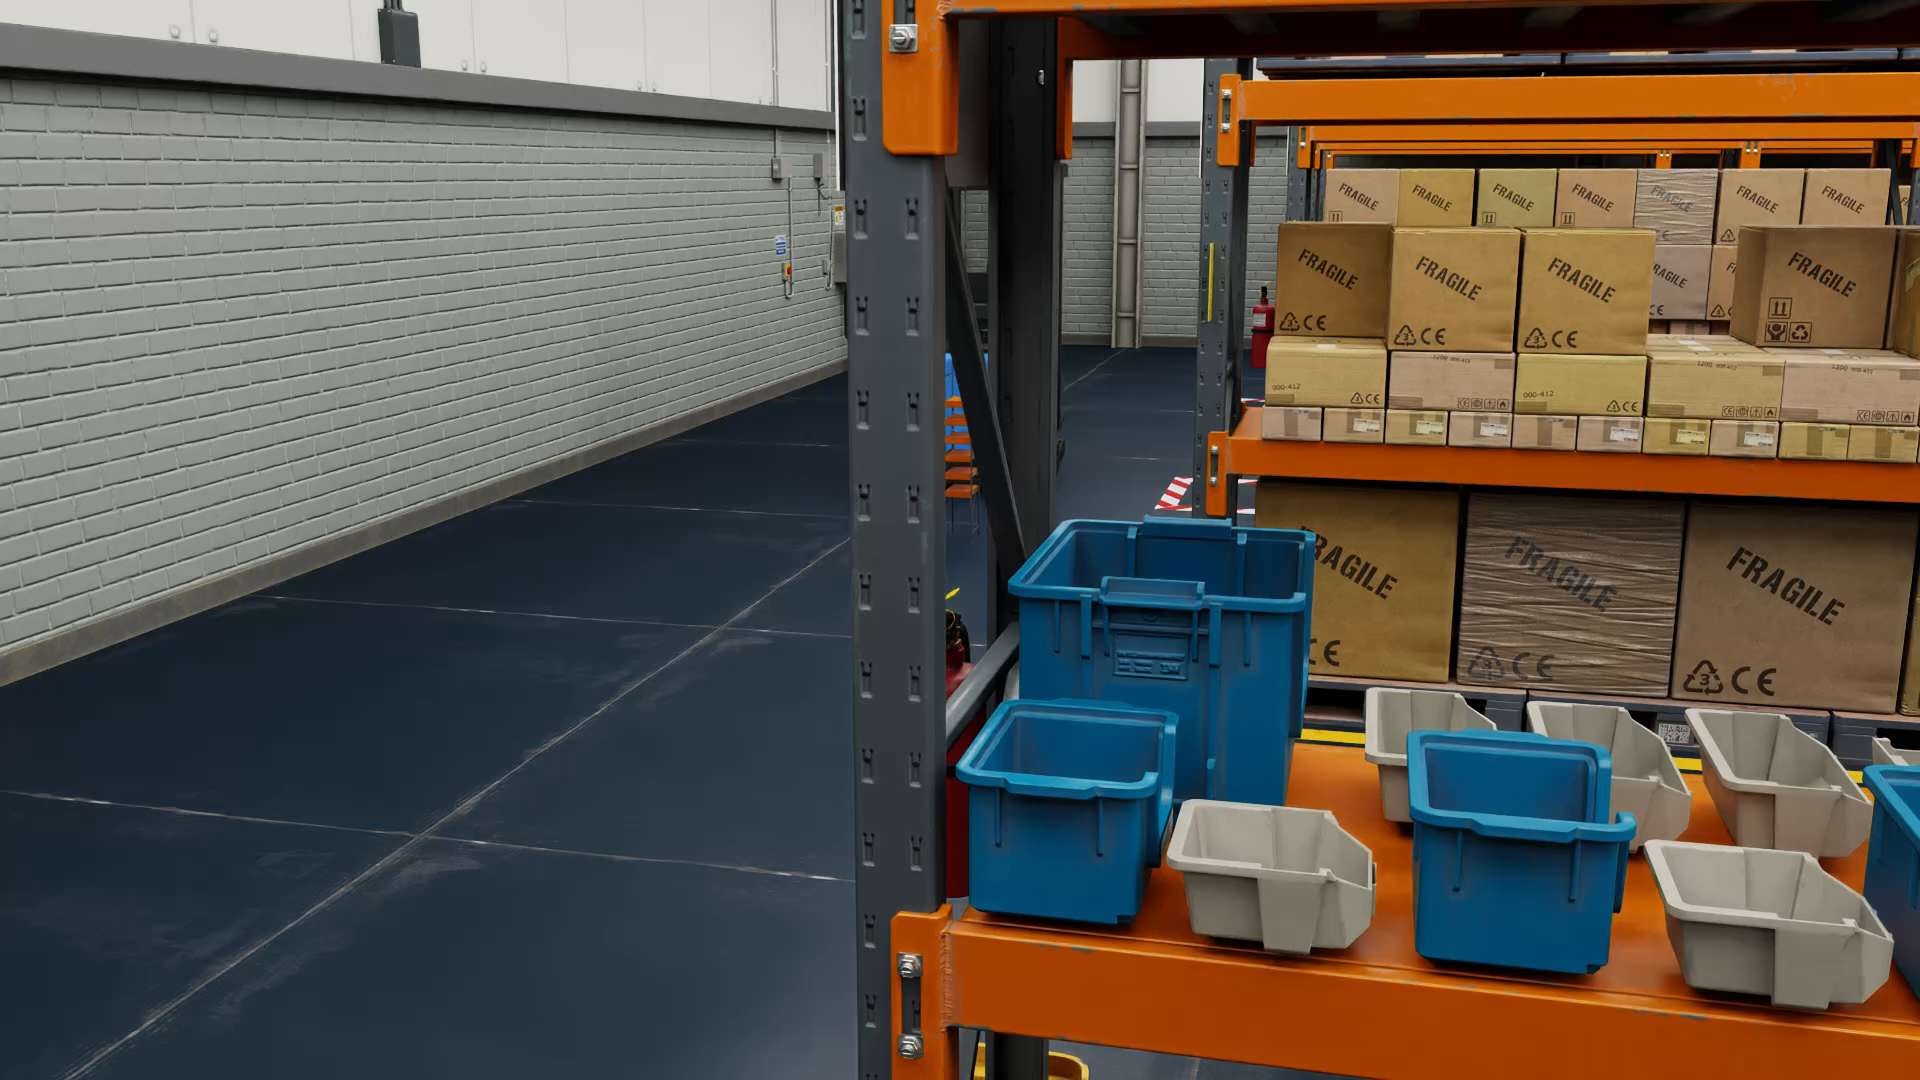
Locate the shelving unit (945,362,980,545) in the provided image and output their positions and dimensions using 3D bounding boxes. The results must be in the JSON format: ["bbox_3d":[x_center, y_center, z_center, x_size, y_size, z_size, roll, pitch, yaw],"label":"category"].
[{"bbox_3d":[0.014,-0.585,11.100,0.189,1.200,0.258,3,13,14],"label":"shelving unit"}]

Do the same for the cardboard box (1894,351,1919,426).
[{"bbox_3d":[4.092,-0.608,6.706,0.500,0.250,0.500,3,13,15],"label":"cardboard box"}]

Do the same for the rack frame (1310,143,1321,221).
[{"bbox_3d":[3.578,-2.833,17.078,0.127,3.000,1.000,3,13,14],"label":"rack frame"}]

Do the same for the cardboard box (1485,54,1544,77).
[{"bbox_3d":[3.848,-3.289,11.400,0.500,0.250,0.500,3,13,14],"label":"cardboard box"}]

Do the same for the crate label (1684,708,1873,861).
[{"bbox_3d":[1.406,0.424,2.870,0.243,0.136,0.396,3,13,14],"label":"crate label"}]

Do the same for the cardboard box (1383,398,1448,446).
[{"bbox_3d":[1.967,-0.512,7.198,0.250,0.149,0.380,3,13,12],"label":"cardboard box"}]

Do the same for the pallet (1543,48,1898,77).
[{"bbox_3d":[3.114,-2.071,6.922,1.213,0.211,1.003,3,13,14],"label":"pallet"}]

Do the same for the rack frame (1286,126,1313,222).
[{"bbox_3d":[2.490,-1.787,12.362,0.127,3.000,1.000,3,13,14],"label":"rack frame"}]

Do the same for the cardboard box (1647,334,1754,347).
[{"bbox_3d":[3.230,-0.773,7.451,0.500,0.250,0.500,3,13,14],"label":"cardboard box"}]

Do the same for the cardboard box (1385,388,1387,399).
[{"bbox_3d":[2.125,-0.651,7.821,0.250,0.149,0.380,3,13,14],"label":"cardboard box"}]

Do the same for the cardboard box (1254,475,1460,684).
[{"bbox_3d":[1.844,0.100,7.795,0.875,0.875,0.875,3,13,14],"label":"cardboard box"}]

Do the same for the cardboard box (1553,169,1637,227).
[{"bbox_3d":[4.349,-2.308,11.484,0.500,0.500,0.500,3,13,12],"label":"cardboard box"}]

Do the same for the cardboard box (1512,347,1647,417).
[{"bbox_3d":[2.598,-0.687,7.064,0.500,0.250,0.500,3,13,12],"label":"cardboard box"}]

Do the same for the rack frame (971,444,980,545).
[{"bbox_3d":[0.103,-0.580,11.079,0.006,1.200,0.240,3,13,14],"label":"rack frame"}]

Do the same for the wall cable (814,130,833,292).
[{"bbox_3d":[-1.574,-3.916,19.611,0.122,1.984,0.588,3,13,14],"label":"wall cable"}]

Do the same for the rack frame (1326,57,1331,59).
[{"bbox_3d":[4.763,-6.806,21.133,0.127,3.000,1.000,3,13,14],"label":"rack frame"}]

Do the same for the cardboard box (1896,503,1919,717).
[{"bbox_3d":[4.465,0.240,7.164,0.875,0.875,0.875,3,13,14],"label":"cardboard box"}]

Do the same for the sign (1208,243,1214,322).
[{"bbox_3d":[1.064,-1.094,7.058,0.005,0.325,0.100,3,13,14],"label":"sign"}]

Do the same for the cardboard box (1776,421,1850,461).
[{"bbox_3d":[3.464,-0.432,6.837,0.250,0.149,0.380,3,13,13],"label":"cardboard box"}]

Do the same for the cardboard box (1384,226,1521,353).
[{"bbox_3d":[2.090,-1.080,7.102,0.500,0.500,0.500,3,13,12],"label":"cardboard box"}]

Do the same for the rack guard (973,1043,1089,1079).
[{"bbox_3d":[-0.010,1.514,3.254,0.348,0.500,1.175,3,13,14],"label":"rack guard"}]

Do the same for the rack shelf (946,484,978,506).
[{"bbox_3d":[0.014,-0.307,11.162,0.180,0.103,0.258,3,13,14],"label":"rack shelf"}]

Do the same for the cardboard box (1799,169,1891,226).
[{"bbox_3d":[5.852,-2.229,11.129,0.500,0.500,0.500,3,13,12],"label":"cardboard box"}]

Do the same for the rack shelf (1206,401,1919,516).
[{"bbox_3d":[3.145,-0.294,7.295,4.000,0.370,1.077,3,13,14],"label":"rack shelf"}]

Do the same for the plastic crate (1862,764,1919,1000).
[{"bbox_3d":[1.456,0.495,2.324,0.300,0.233,0.416,3,13,14],"label":"plastic crate"}]

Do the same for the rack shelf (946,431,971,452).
[{"bbox_3d":[0.014,-0.659,11.084,0.180,0.103,0.258,3,13,14],"label":"rack shelf"}]

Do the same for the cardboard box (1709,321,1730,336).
[{"bbox_3d":[5.285,-1.467,11.500,0.250,0.149,0.380,3,13,12],"label":"cardboard box"}]

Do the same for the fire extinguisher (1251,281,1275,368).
[{"bbox_3d":[2.356,-1.677,12.907,0.183,0.674,0.296,3,13,14],"label":"fire extinguisher"}]

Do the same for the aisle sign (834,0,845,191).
[{"bbox_3d":[-0.125,-0.918,2.444,0.004,0.787,0.394,3,13,14],"label":"aisle sign"}]

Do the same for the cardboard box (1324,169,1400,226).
[{"bbox_3d":[2.862,-2.390,11.854,0.500,0.500,0.500,3,13,13],"label":"cardboard box"}]

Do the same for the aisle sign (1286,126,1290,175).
[{"bbox_3d":[2.347,-2.997,11.813,0.004,0.787,0.394,3,13,14],"label":"aisle sign"}]

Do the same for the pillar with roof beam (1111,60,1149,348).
[{"bbox_3d":[1.330,-6.230,18.538,0.400,9.000,9.100,3,13,14],"label":"pillar with roof beam"}]

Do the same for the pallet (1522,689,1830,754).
[{"bbox_3d":[3.179,0.701,7.586,1.213,0.211,1.003,3,13,14],"label":"pallet"}]

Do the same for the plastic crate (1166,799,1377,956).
[{"bbox_3d":[0.469,0.508,2.489,0.298,0.136,0.250,3,13,14],"label":"plastic crate"}]

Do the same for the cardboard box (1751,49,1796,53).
[{"bbox_3d":[5.362,-3.214,11.063,0.500,0.250,0.500,3,13,11],"label":"cardboard box"}]

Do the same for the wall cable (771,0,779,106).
[{"bbox_3d":[-2.012,-5.998,17.491,0.029,3.000,0.463,3,13,14],"label":"wall cable"}]

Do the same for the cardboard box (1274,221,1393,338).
[{"bbox_3d":[1.739,-1.217,7.723,0.500,0.500,0.500,3,13,14],"label":"cardboard box"}]

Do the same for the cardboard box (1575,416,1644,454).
[{"bbox_3d":[2.718,-0.472,7.018,0.250,0.149,0.380,3,13,13],"label":"cardboard box"}]

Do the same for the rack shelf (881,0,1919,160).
[{"bbox_3d":[1.958,-0.717,2.275,4.000,0.370,1.077,3,13,14],"label":"rack shelf"}]

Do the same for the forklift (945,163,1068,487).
[{"bbox_3d":[0.329,-2.111,13.980,1.130,2.935,3.031,1,13,6],"label":"forklift"}]

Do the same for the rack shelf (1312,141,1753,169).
[{"bbox_3d":[5.519,-3.842,16.363,4.000,0.370,1.077,3,13,14],"label":"rack shelf"}]
